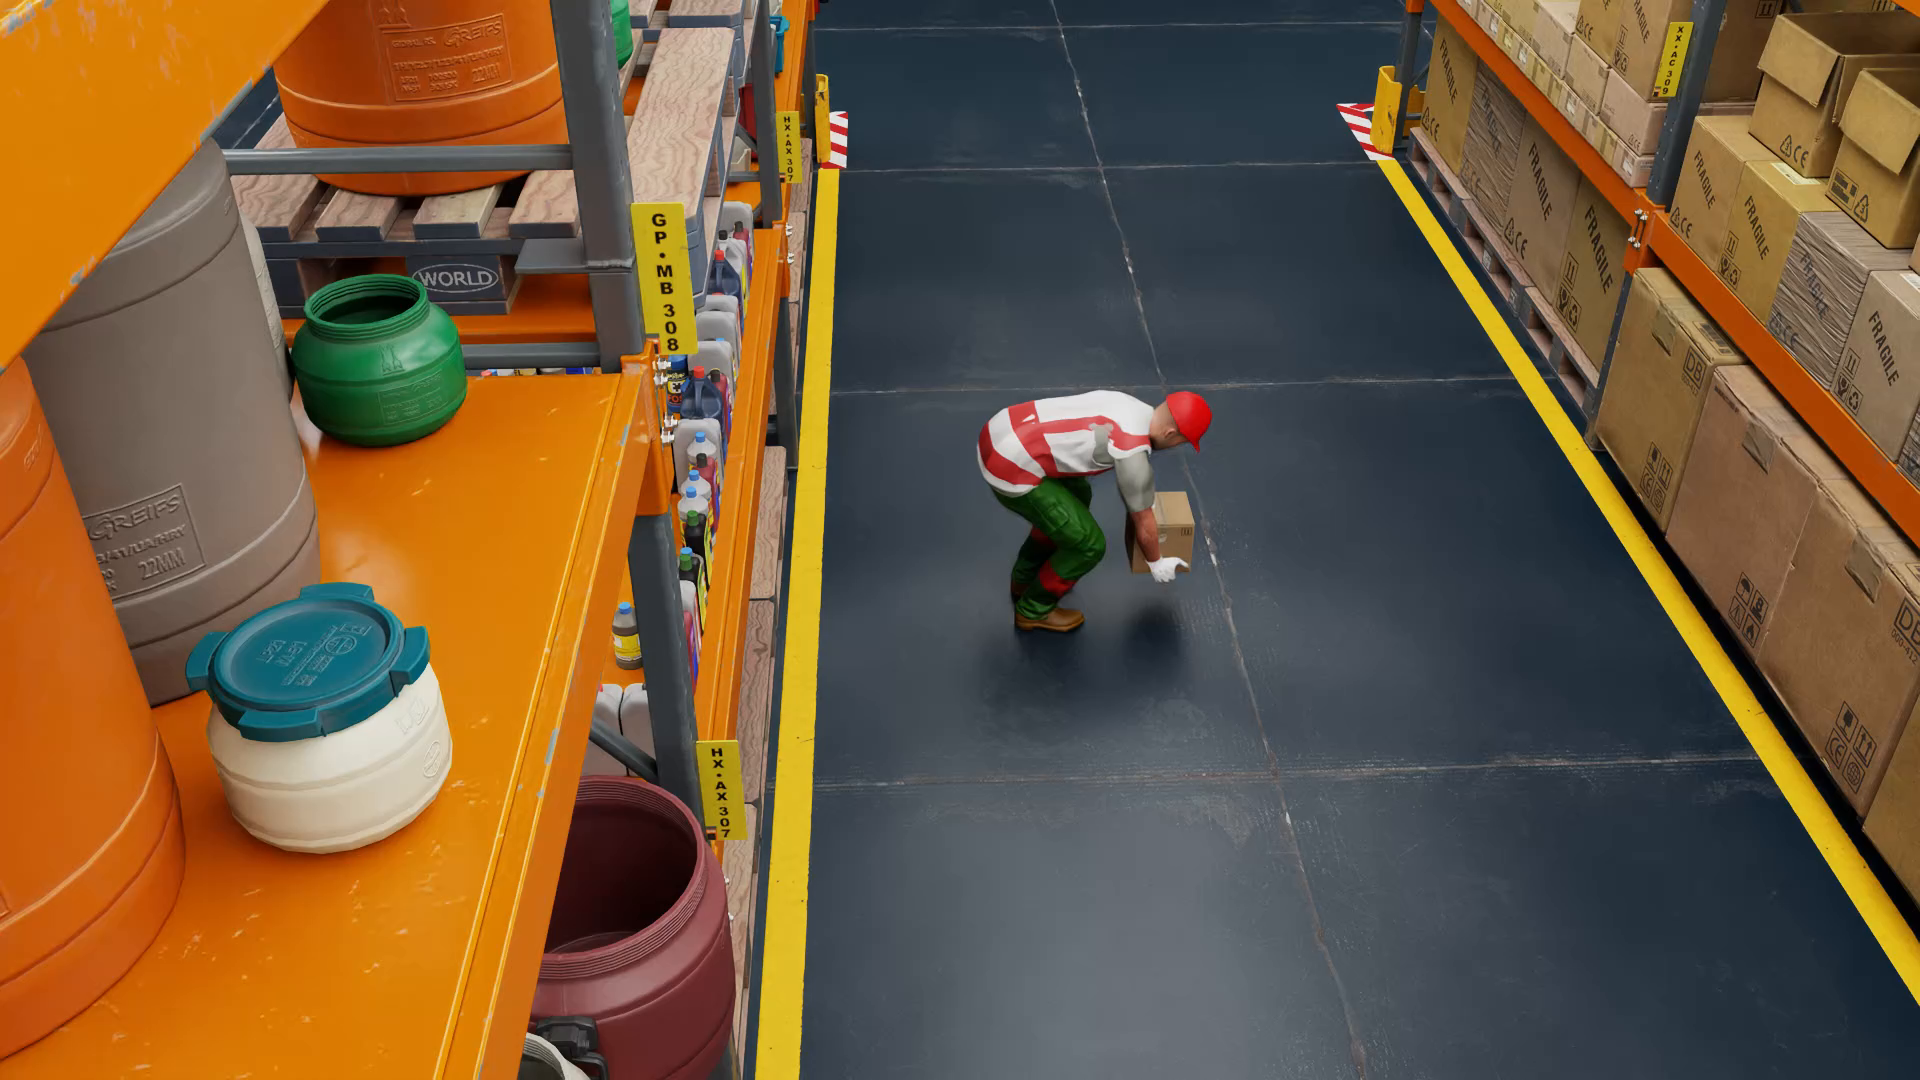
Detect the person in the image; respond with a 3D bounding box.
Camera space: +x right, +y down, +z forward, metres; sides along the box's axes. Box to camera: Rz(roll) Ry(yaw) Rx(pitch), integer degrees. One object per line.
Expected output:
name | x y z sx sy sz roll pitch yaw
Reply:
person | 0.549 -0.143 6.984 0.959 1.036 0.532 -3 35 -4
